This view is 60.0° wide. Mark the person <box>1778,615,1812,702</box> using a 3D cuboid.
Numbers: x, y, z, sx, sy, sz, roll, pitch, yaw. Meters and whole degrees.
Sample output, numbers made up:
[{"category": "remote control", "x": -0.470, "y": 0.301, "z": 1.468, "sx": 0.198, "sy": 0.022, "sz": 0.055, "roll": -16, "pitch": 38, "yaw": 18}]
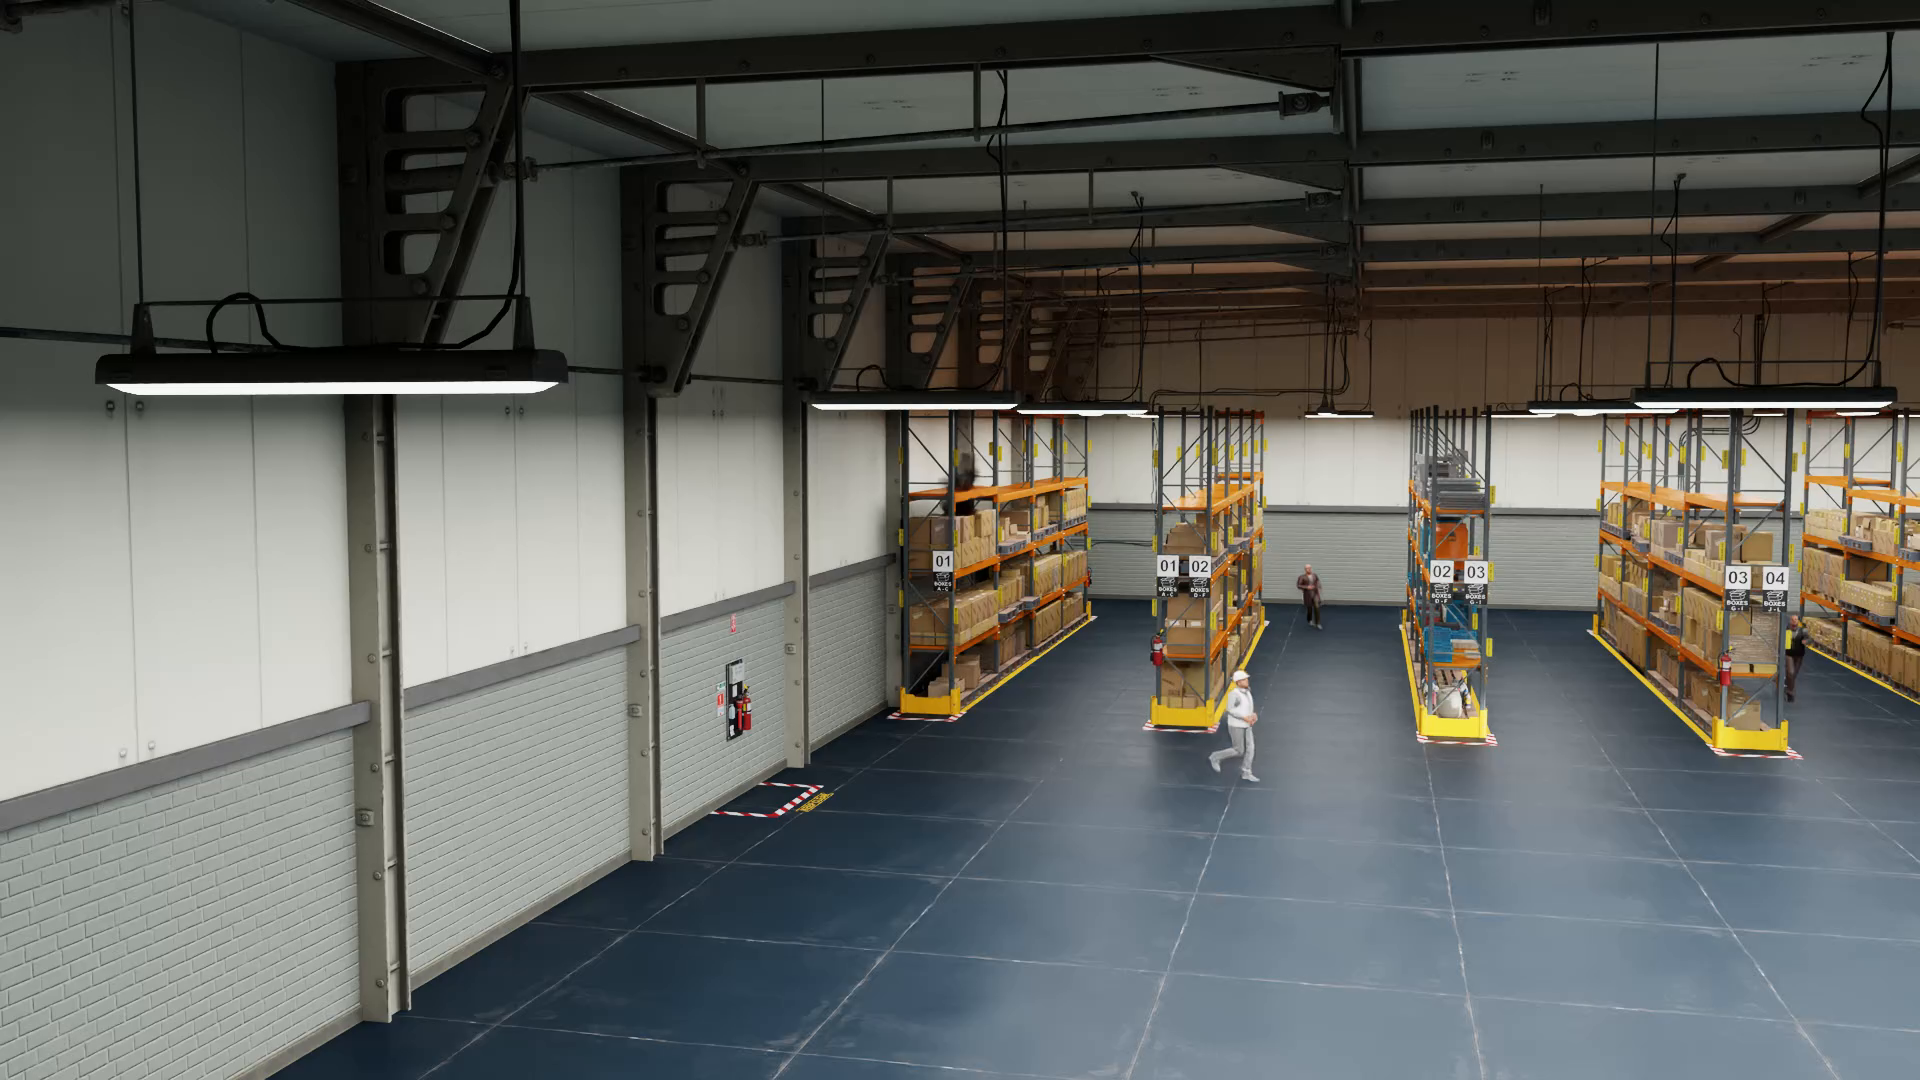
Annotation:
[{"category": "person", "x": 17.118, "y": 2.426, "z": 34.139, "sx": 0.630, "sy": 1.782, "sz": 0.789, "roll": 1, "pitch": 4, "yaw": 12}]

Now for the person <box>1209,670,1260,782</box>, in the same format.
[{"category": "person", "x": 4.428, "y": 2.956, "z": 26.554, "sx": 0.810, "sy": 1.768, "sz": 0.669, "roll": 3, "pitch": 5, "yaw": 35}]

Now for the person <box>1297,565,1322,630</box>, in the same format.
[{"category": "person", "x": 9.632, "y": 1.552, "z": 45.831, "sx": 0.722, "sy": 1.752, "sz": 1.055, "roll": 0, "pitch": 4, "yaw": -6}]
